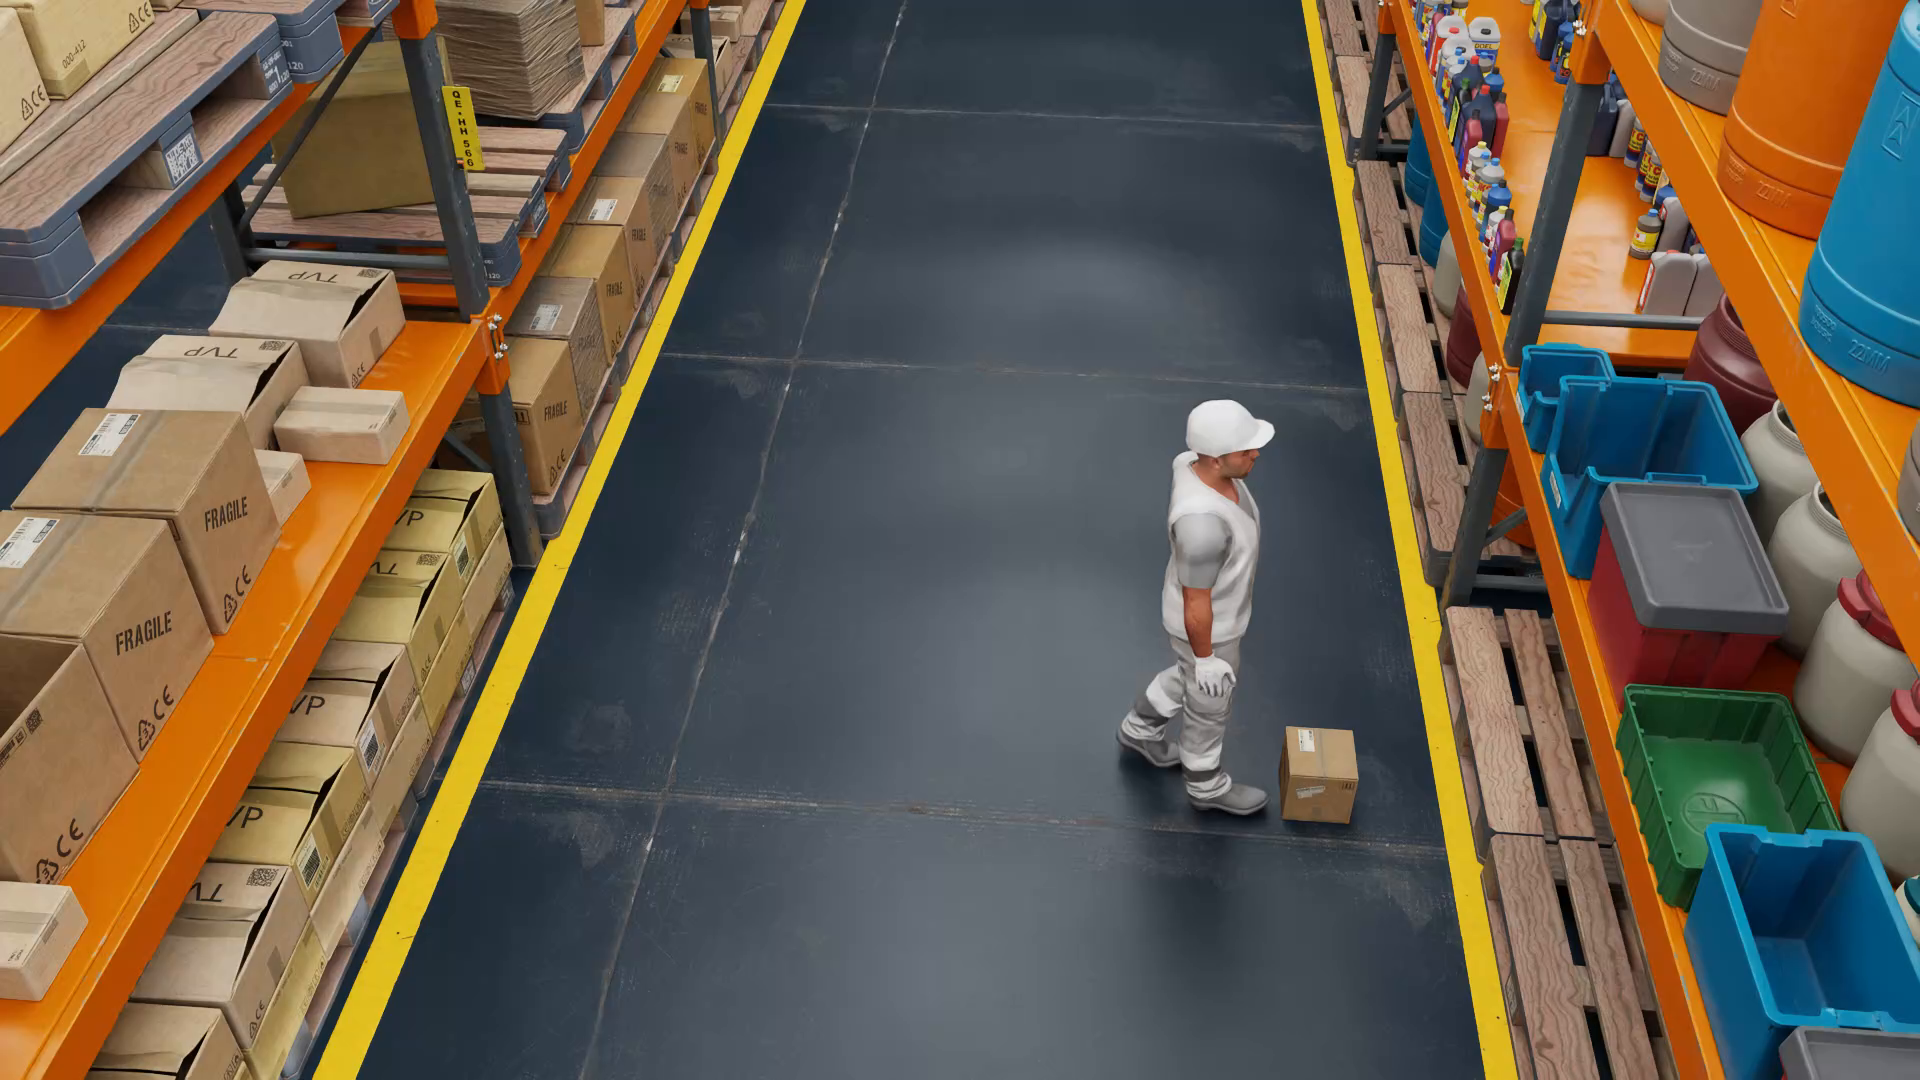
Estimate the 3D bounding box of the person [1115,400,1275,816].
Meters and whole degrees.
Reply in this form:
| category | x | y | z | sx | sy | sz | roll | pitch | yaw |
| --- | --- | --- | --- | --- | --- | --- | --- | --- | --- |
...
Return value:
| category | x | y | z | sx | sy | sz | roll | pitch | yaw |
| --- | --- | --- | --- | --- | --- | --- | --- | --- | --- |
| person | 0.874 | 0.270 | 5.802 | 0.609 | 1.795 | 0.567 | 7 | 40 | 8 |
